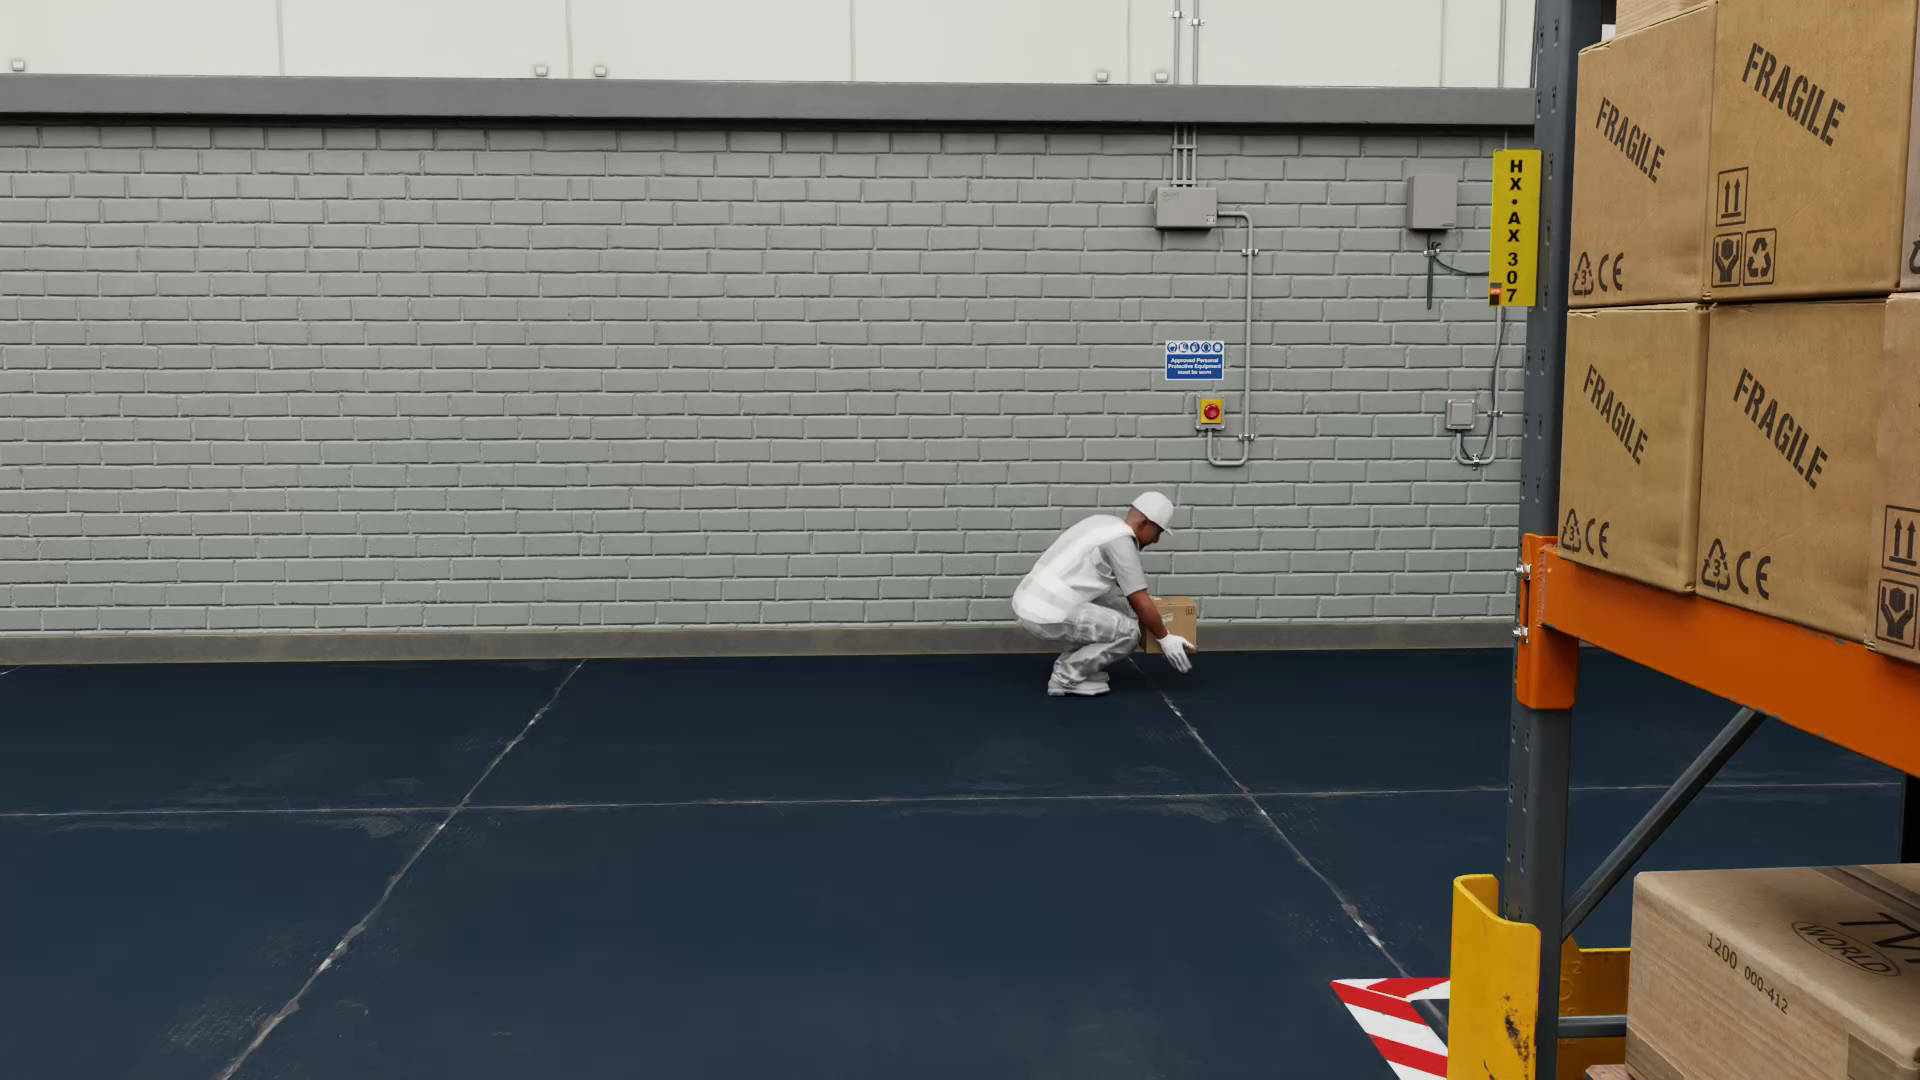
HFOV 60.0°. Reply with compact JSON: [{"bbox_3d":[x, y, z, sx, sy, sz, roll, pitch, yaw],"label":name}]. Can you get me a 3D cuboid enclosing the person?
[{"bbox_3d":[0.709,0.260,8.346,0.899,0.996,0.565,-1,7,-4],"label":"person"}]
